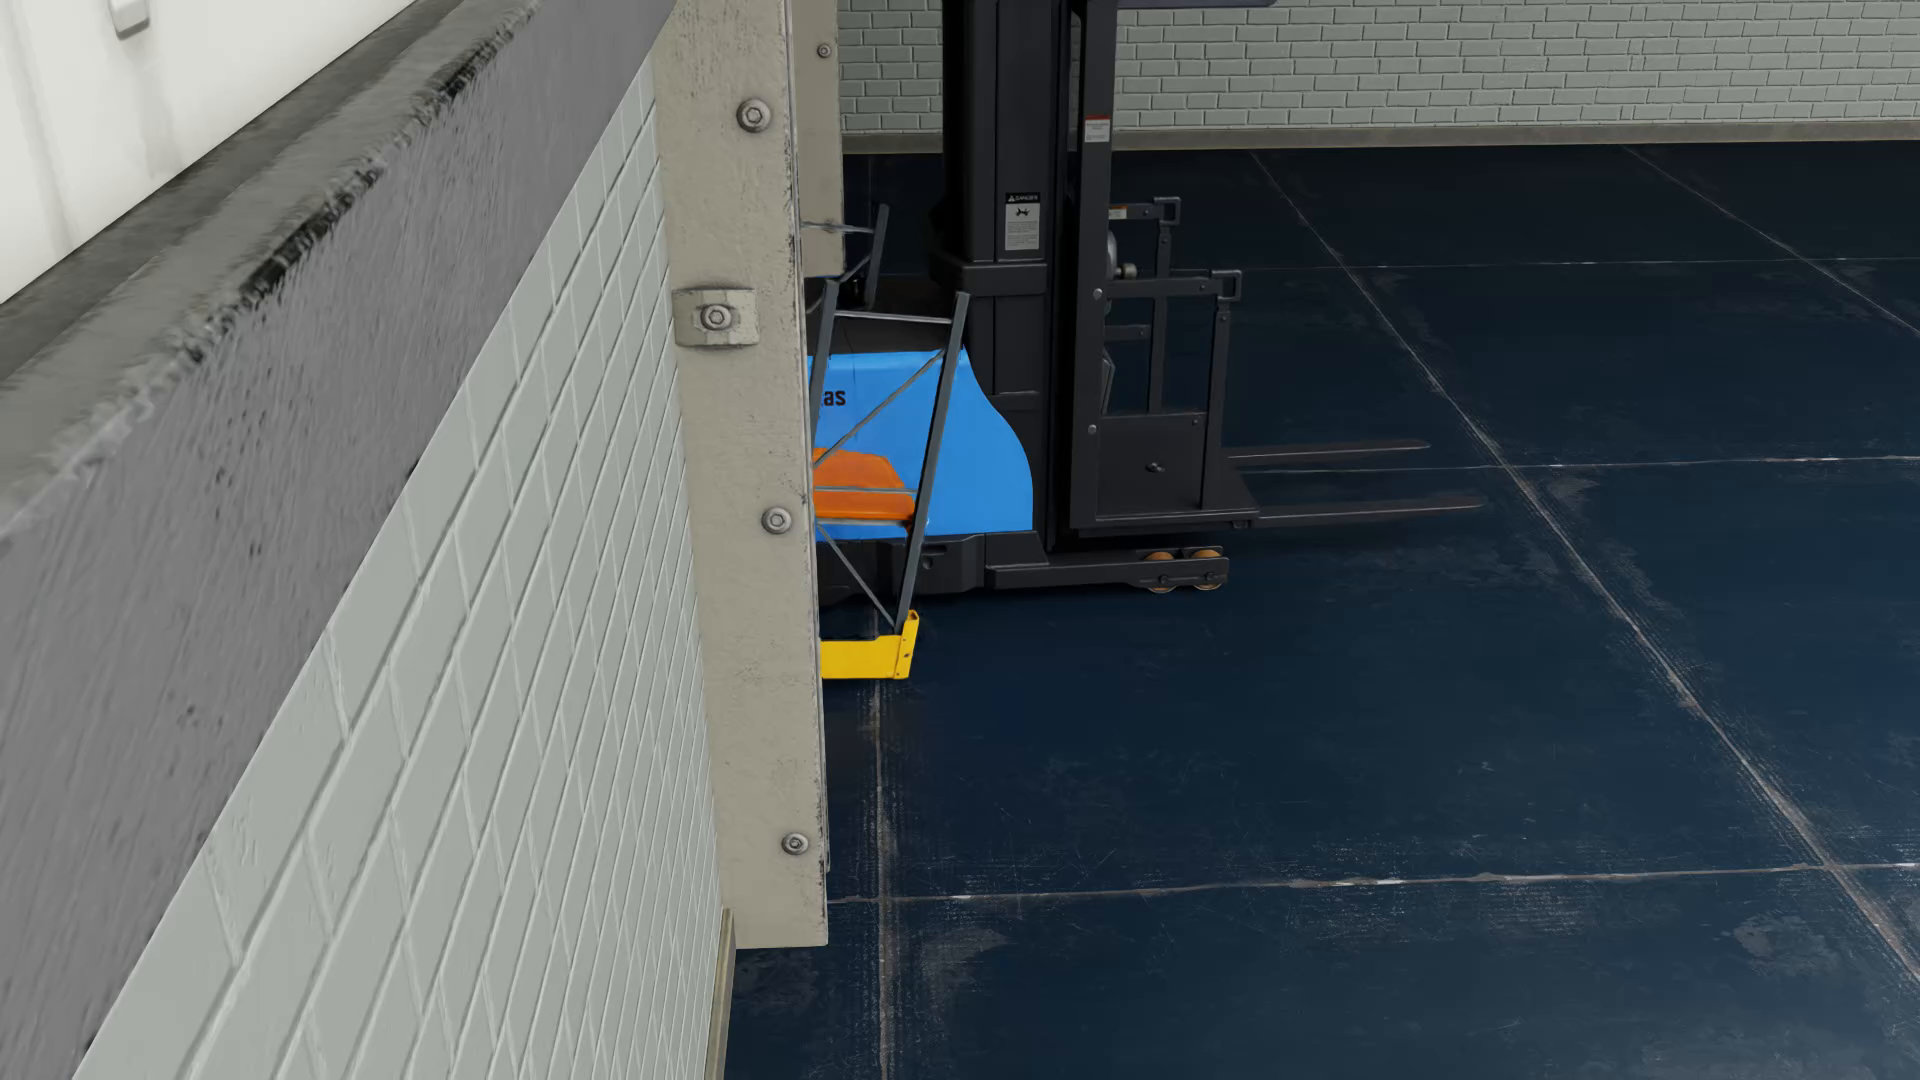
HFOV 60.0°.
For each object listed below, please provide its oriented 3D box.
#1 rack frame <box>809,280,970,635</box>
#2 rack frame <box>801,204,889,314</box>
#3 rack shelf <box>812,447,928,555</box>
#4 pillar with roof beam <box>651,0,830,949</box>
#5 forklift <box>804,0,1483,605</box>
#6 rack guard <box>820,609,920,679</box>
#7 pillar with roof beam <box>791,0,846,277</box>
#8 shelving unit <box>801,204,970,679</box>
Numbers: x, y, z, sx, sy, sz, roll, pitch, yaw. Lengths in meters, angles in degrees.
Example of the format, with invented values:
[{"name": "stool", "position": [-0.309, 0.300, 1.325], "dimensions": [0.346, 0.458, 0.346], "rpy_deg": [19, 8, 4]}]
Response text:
[{"name": "rack frame", "position": [-0.340, -0.174, 5.843], "dimensions": [0.500, 1.500, 0.032], "rpy_deg": [1, 27, -21]}, {"name": "rack frame", "position": [-0.647, -0.639, 6.693], "dimensions": [0.500, 1.500, 0.032], "rpy_deg": [1, 27, -21]}, {"name": "rack shelf", "position": [-0.526, -0.246, 6.344], "dimensions": [0.538, 0.185, 1.000], "rpy_deg": [1, 27, -21]}, {"name": "pillar with roof beam", "position": [3.741, -2.977, 3.227], "dimensions": [9.100, 9.000, 0.400], "rpy_deg": [-1, 28, -3]}, {"name": "forklift", "position": [0.679, -1.321, 6.614], "dimensions": [3.031, 2.935, 1.130], "rpy_deg": [-3, 28, -6]}, {"name": "rack guard", "position": [-0.454, 0.381, 6.107], "dimensions": [0.587, 0.250, 0.087], "rpy_deg": [1, 27, -21]}, {"name": "pillar with roof beam", "position": [3.428, -5.748, 8.540], "dimensions": [9.100, 9.000, 0.400], "rpy_deg": [-1, 28, -3]}, {"name": "shelving unit", "position": [-0.491, -0.402, 6.261], "dimensions": [0.587, 1.500, 1.083], "rpy_deg": [1, 27, -21]}]
